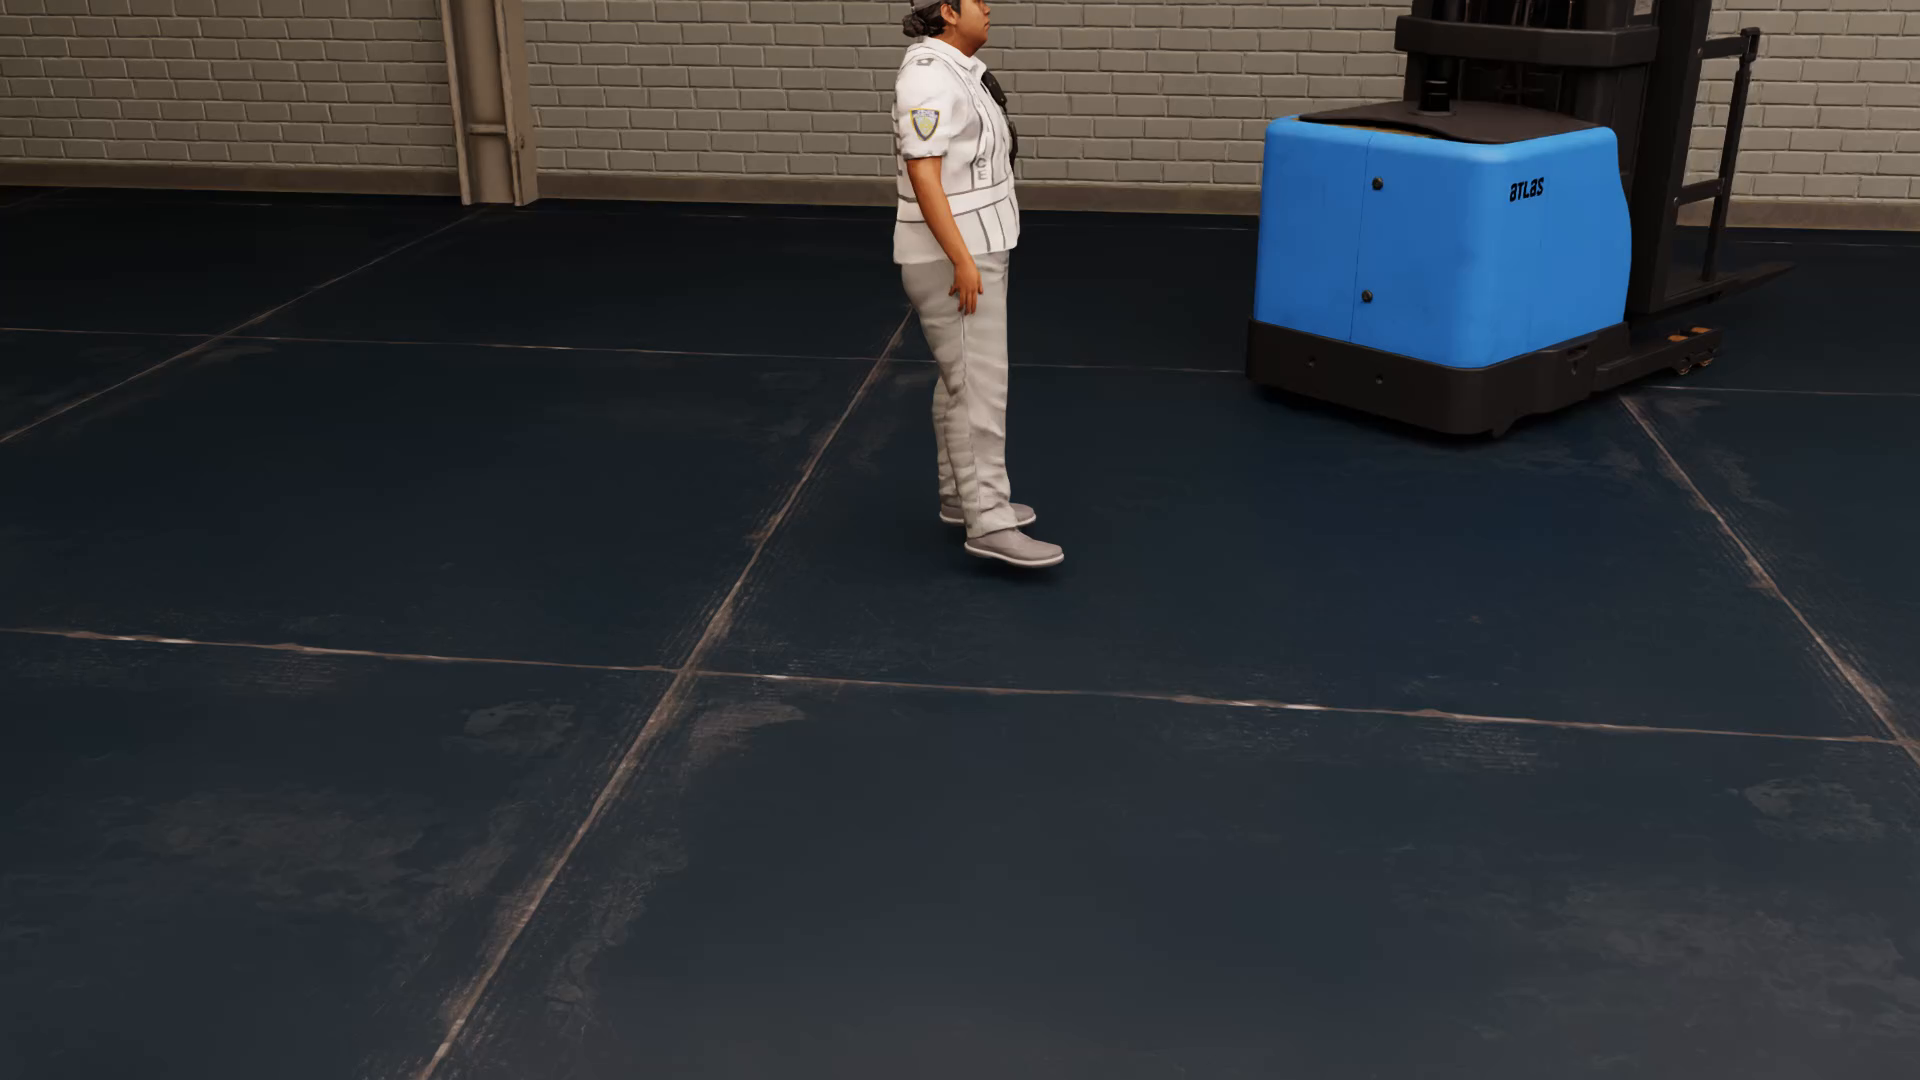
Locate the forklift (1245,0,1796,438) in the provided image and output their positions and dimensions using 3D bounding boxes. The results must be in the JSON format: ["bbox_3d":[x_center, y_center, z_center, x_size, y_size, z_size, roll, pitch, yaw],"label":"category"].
[{"bbox_3d":[2.569,-2.171,6.644,3.031,2.935,1.130,-18,28,-38],"label":"forklift"}]

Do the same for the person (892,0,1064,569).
[{"bbox_3d":[0.073,-0.806,4.819,0.528,1.670,0.598,3,22,7],"label":"person"}]
